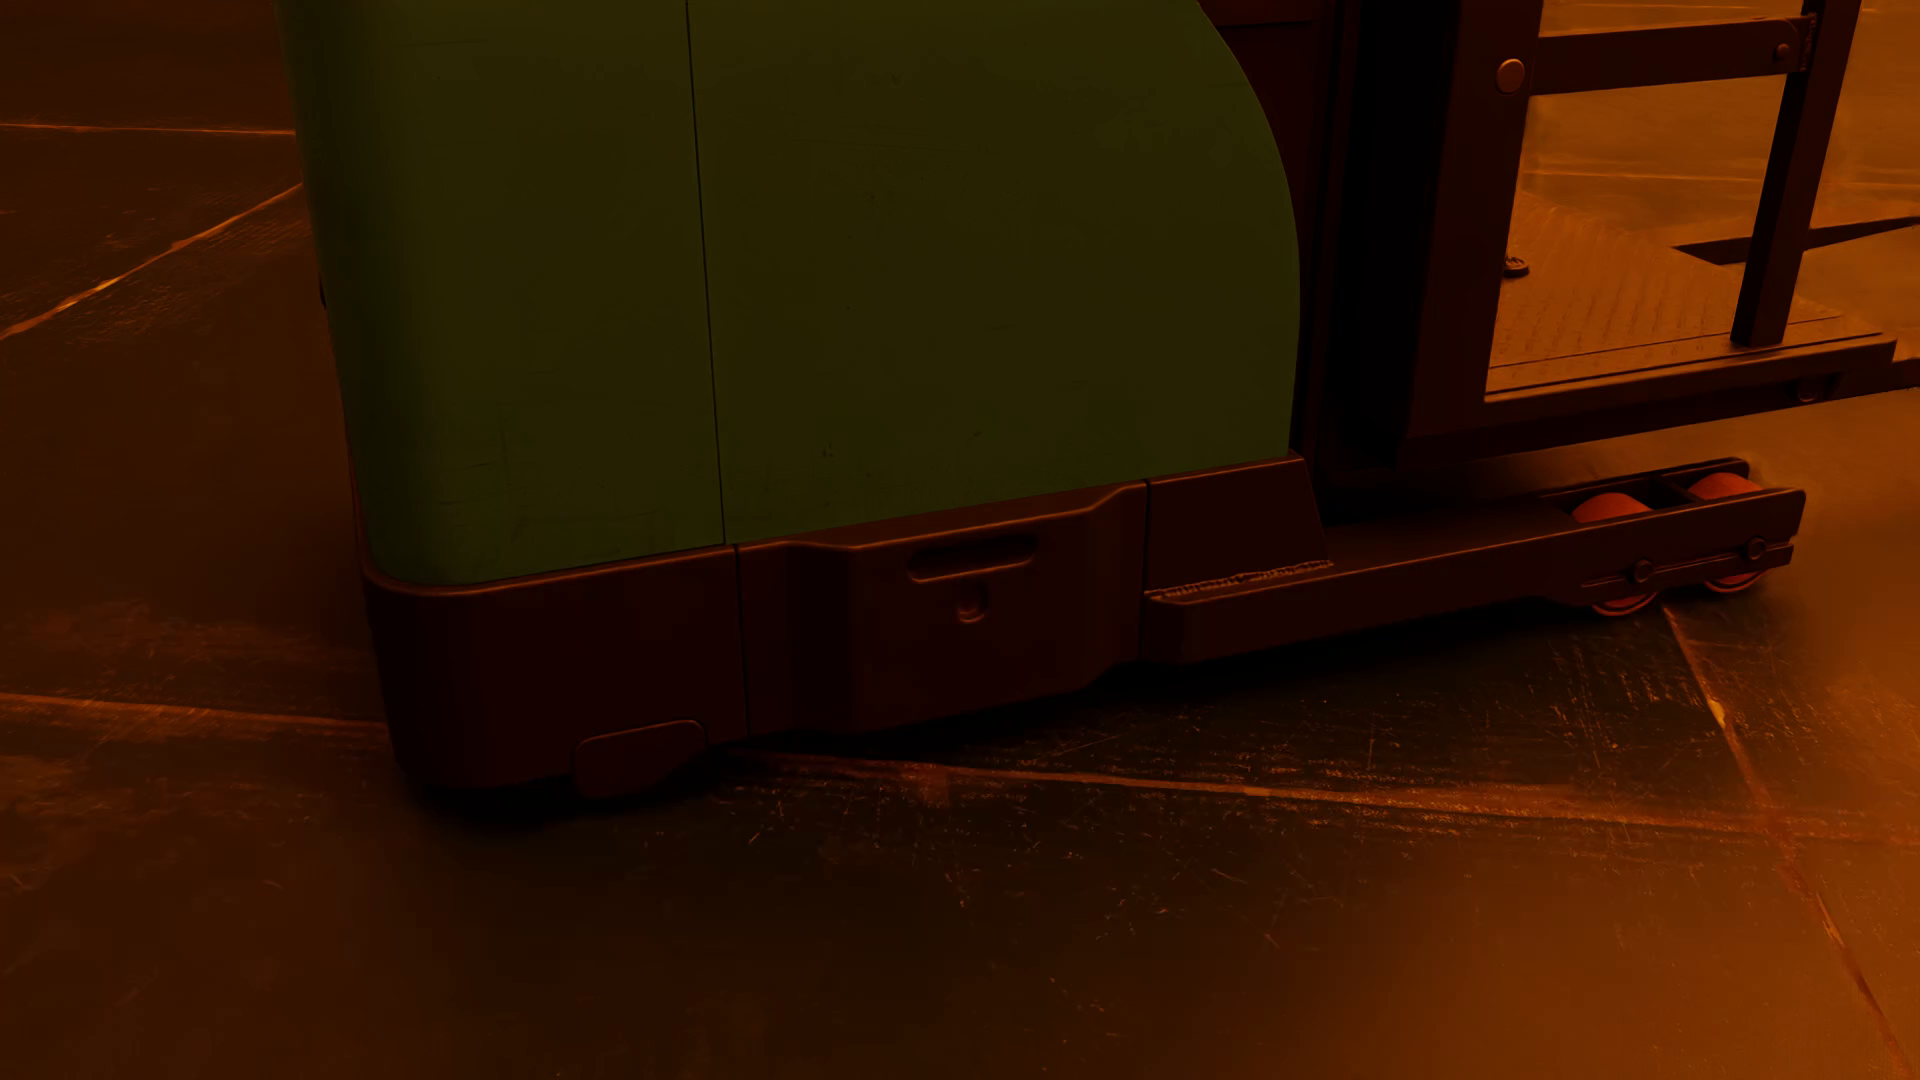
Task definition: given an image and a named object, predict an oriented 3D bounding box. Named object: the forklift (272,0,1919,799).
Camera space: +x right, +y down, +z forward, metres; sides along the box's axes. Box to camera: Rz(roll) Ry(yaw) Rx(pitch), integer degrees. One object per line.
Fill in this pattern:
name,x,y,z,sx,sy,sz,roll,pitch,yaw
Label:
forklift,0.643,-1.418,2.059,3.031,2.935,1.130,-9,28,-18
